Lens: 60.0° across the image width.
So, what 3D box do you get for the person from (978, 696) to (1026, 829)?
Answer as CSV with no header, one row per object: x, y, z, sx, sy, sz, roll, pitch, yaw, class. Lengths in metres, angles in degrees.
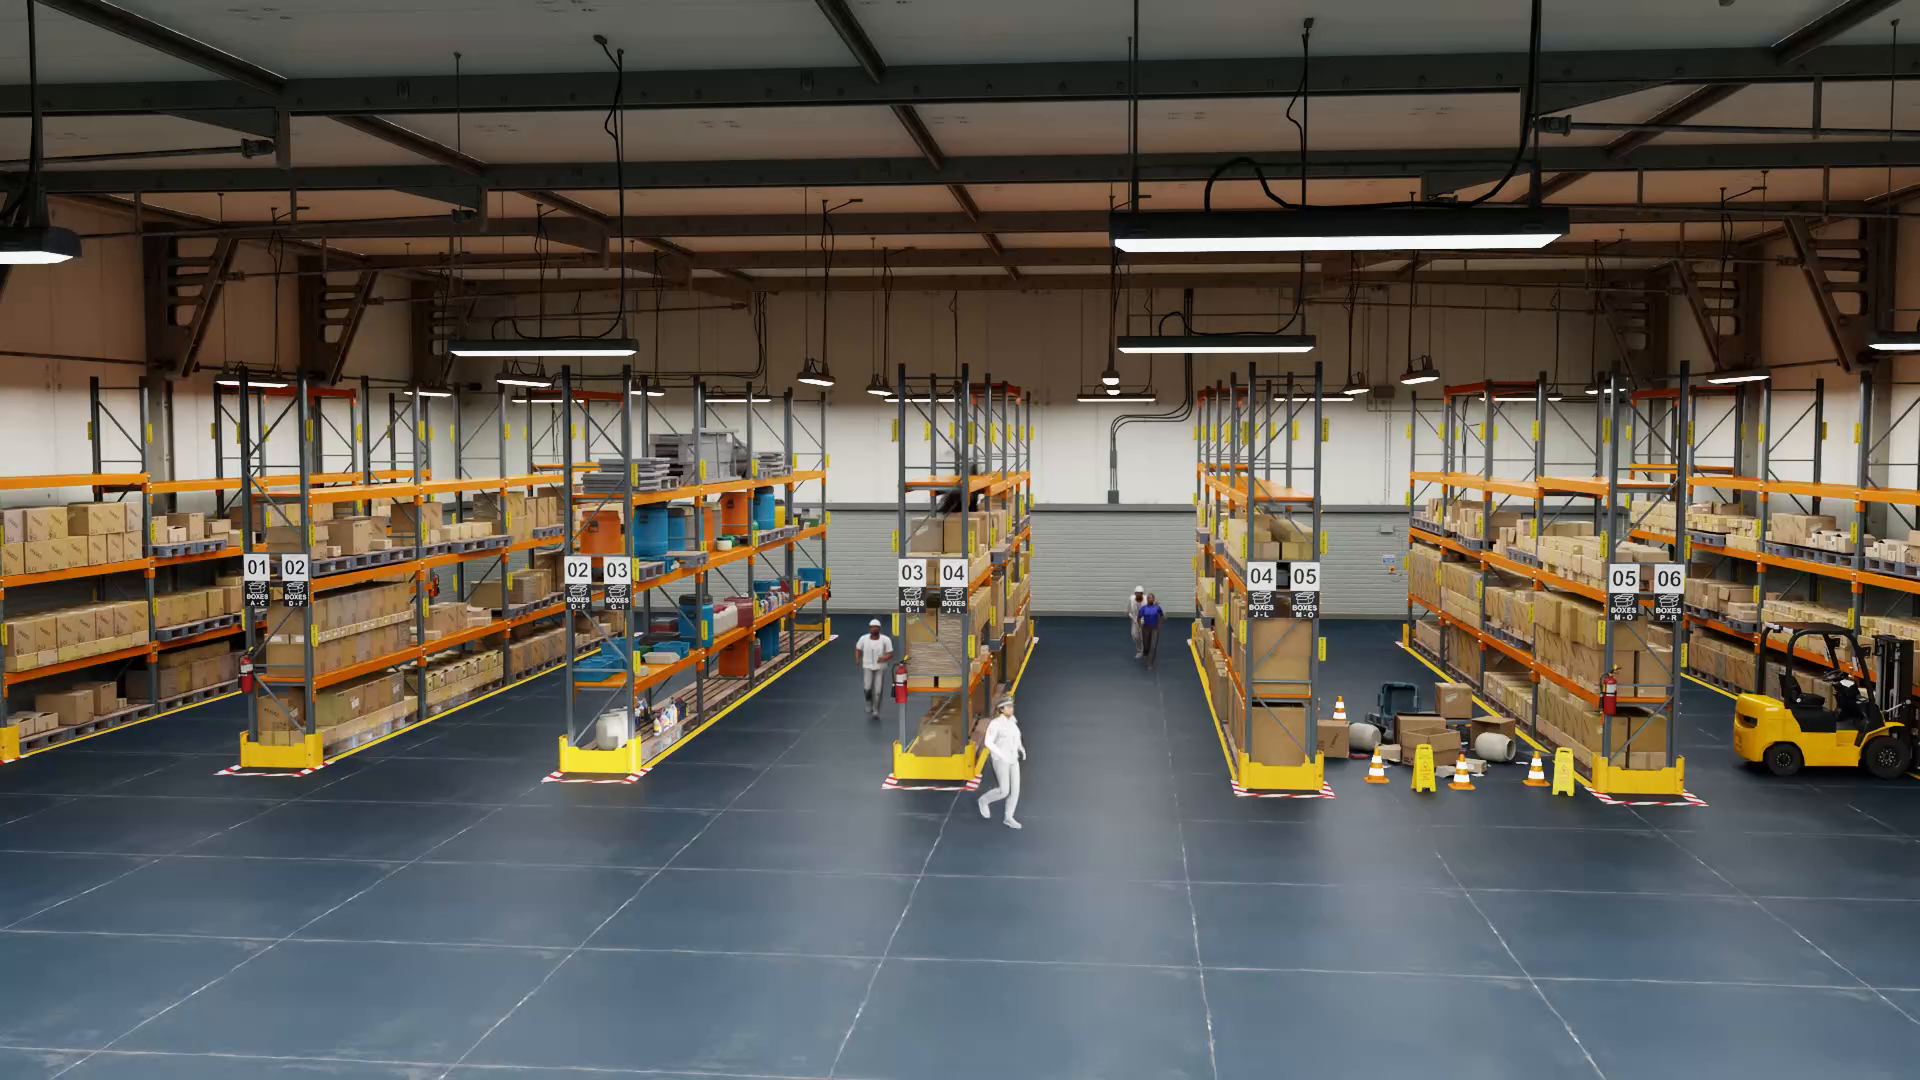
0.549,2.812,21.279,0.649,1.685,0.644,4,5,44,person

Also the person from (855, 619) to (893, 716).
-1.519,2.258,29.221,0.692,1.723,0.607,0,4,2,person

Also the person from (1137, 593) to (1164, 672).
4.045,1.944,35.267,0.588,1.640,0.768,0,4,4,person

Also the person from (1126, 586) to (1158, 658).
4.038,1.816,36.897,0.698,1.650,0.833,1,4,15,person
